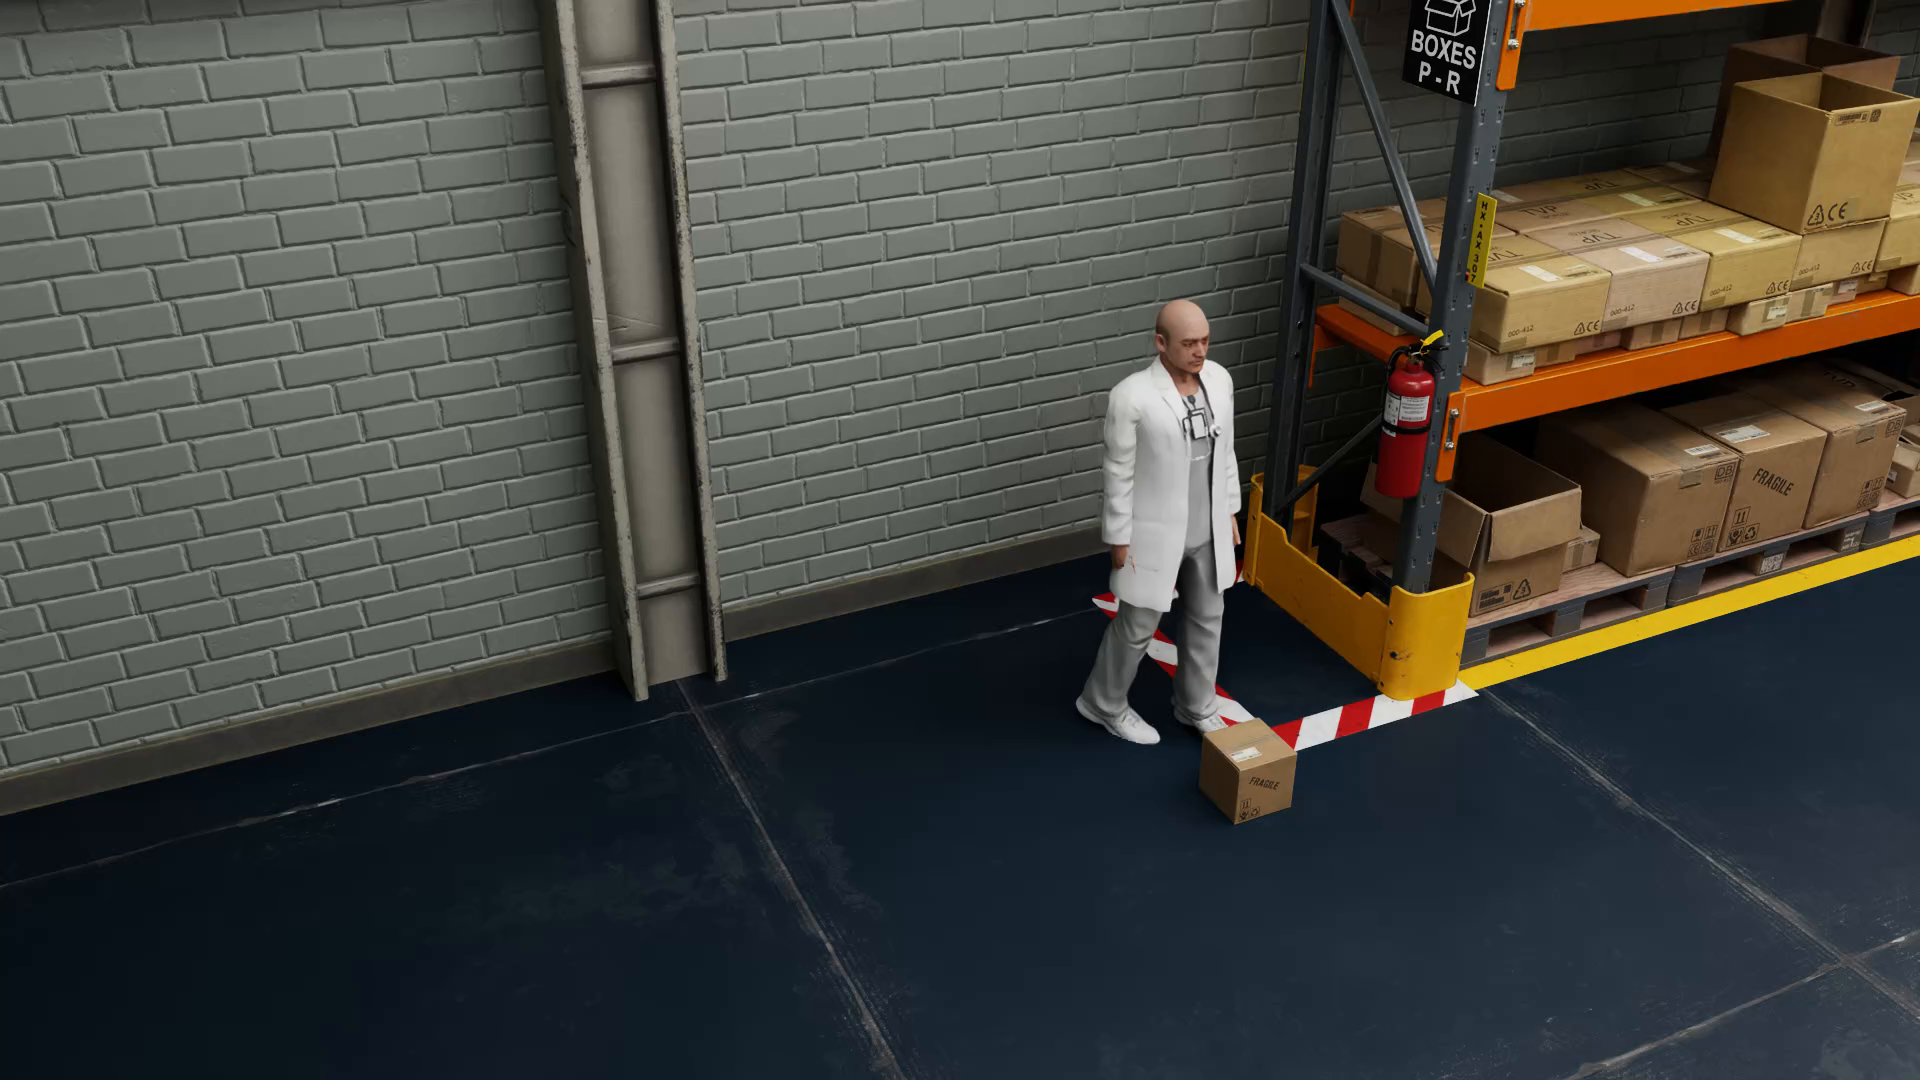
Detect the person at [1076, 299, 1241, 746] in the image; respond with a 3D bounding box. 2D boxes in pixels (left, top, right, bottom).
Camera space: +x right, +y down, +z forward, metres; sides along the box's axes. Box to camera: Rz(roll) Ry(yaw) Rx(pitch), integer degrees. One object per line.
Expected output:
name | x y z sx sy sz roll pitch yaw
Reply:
person | 0.823 -0.011 6.185 0.601 1.810 0.569 -15 33 -26
